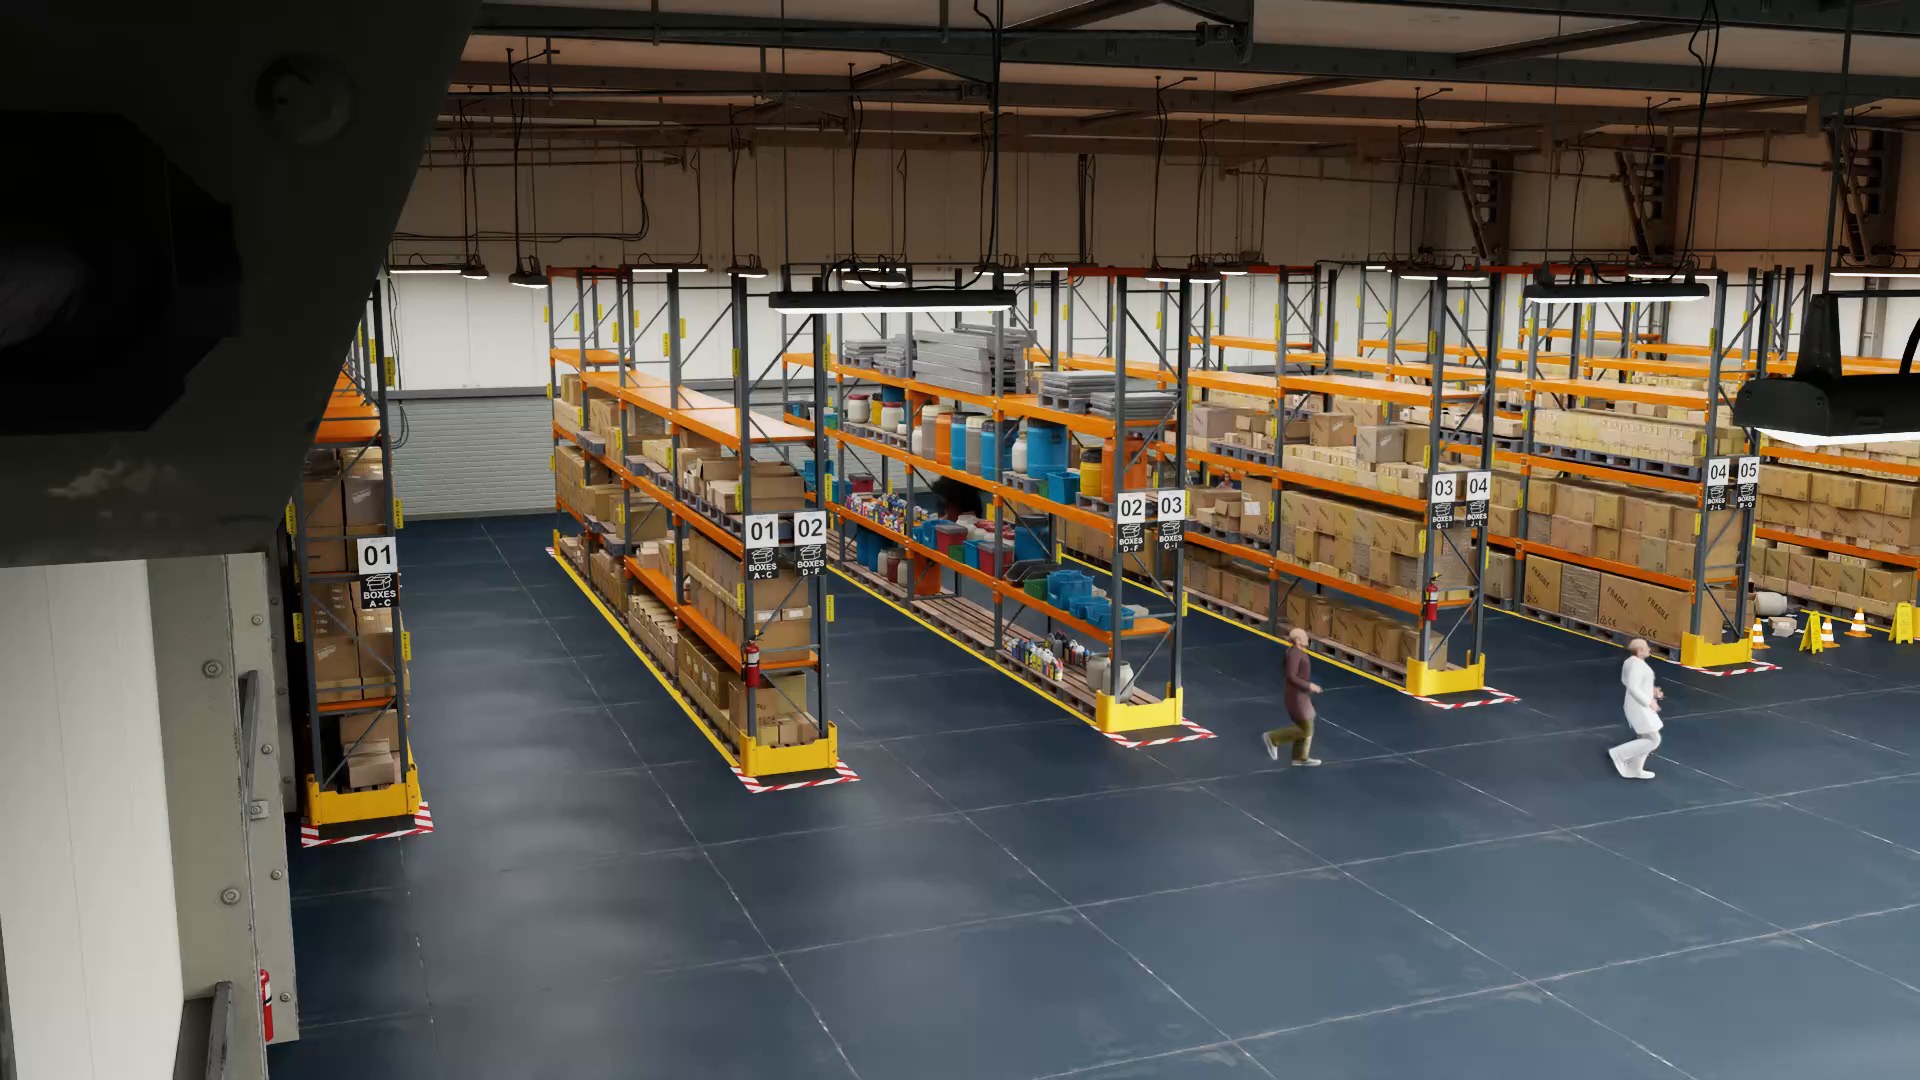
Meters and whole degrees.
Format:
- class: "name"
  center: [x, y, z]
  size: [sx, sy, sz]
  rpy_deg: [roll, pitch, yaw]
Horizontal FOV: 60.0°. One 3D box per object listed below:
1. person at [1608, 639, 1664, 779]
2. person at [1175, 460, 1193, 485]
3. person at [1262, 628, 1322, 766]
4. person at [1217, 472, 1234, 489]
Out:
- class: "person"
  center: [8.160, 2.032, 20.002]
  size: [0.663, 1.725, 0.708]
  rpy_deg: [2, 10, 9]
- class: "person"
  center: [4.990, -1.046, 37.739]
  size: [0.621, 1.695, 0.937]
  rpy_deg: [-4, 11, -21]
- class: "person"
  center: [4.111, 1.947, 20.524]
  size: [0.731, 1.753, 0.701]
  rpy_deg: [1, 10, 7]
- class: "person"
  center: [5.719, -0.684, 35.973]
  size: [0.550, 1.604, 0.881]
  rpy_deg: [-3, 10, -16]
